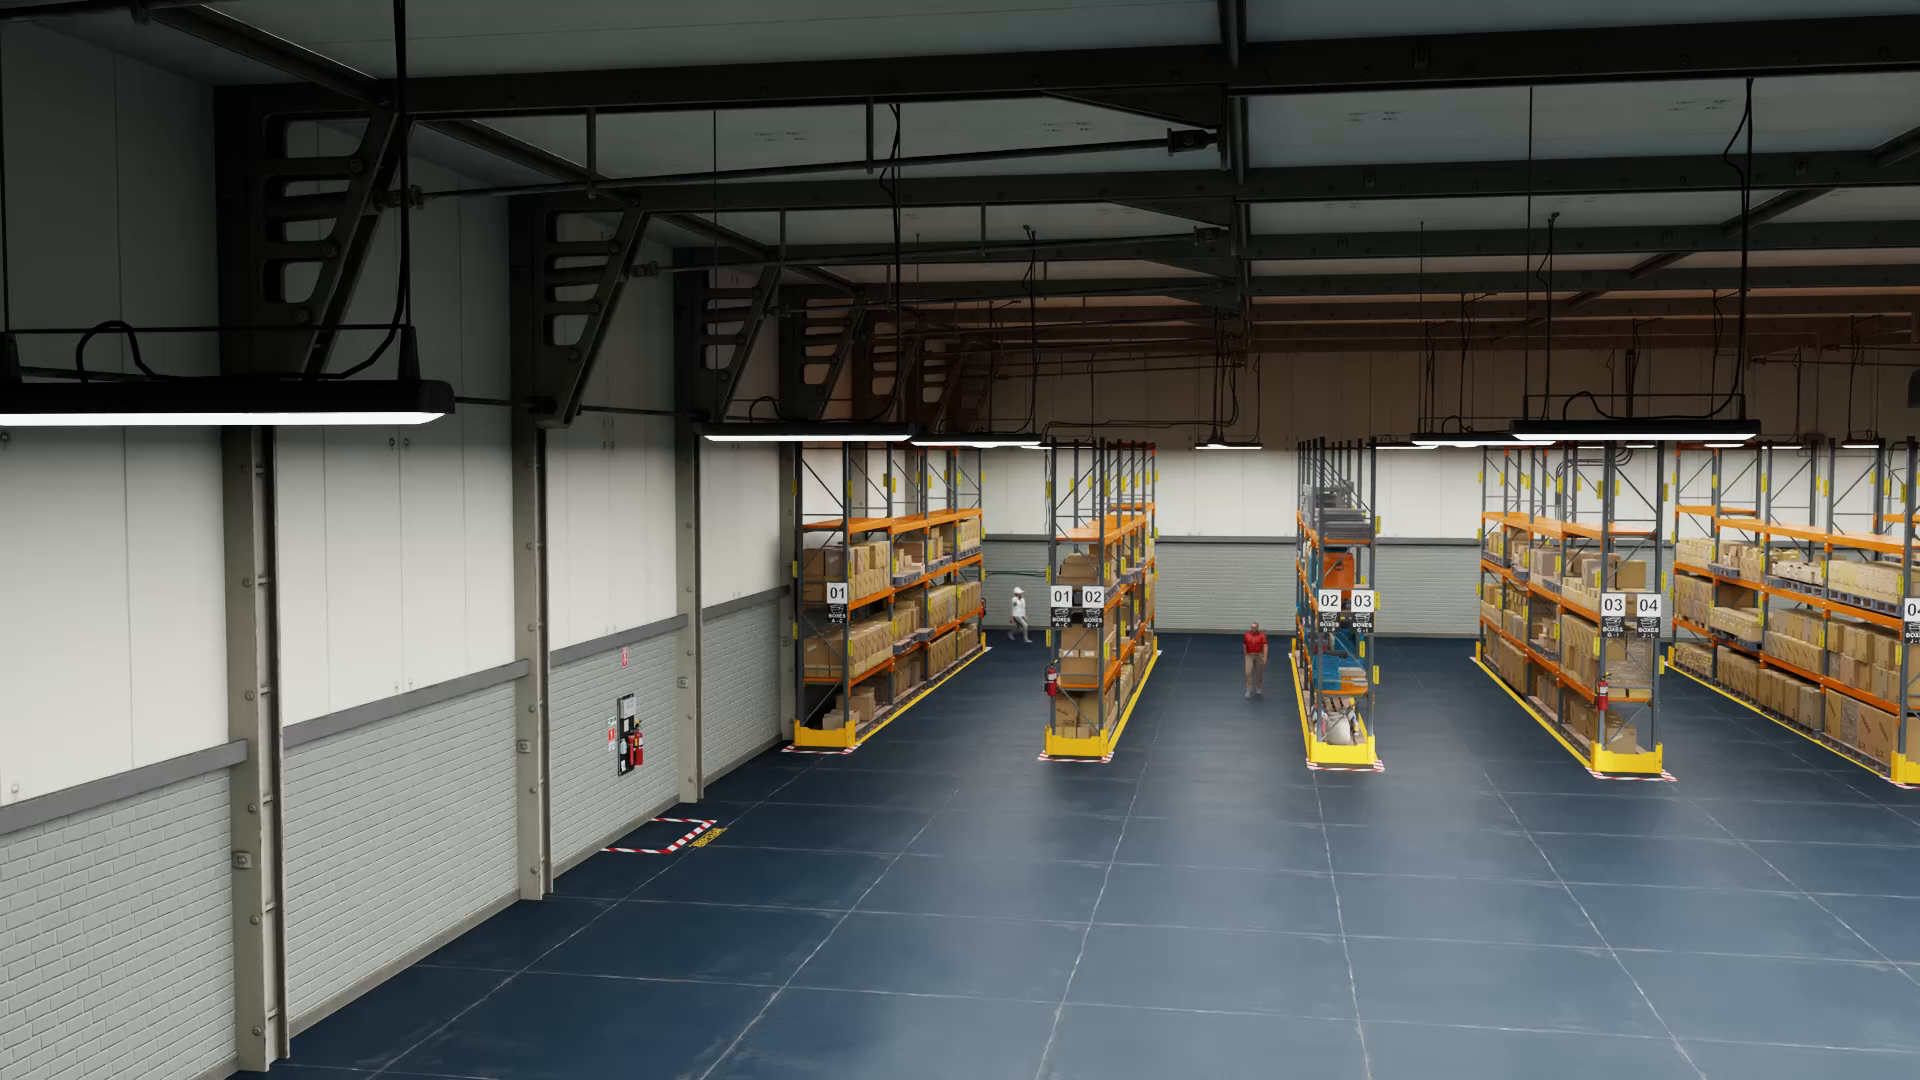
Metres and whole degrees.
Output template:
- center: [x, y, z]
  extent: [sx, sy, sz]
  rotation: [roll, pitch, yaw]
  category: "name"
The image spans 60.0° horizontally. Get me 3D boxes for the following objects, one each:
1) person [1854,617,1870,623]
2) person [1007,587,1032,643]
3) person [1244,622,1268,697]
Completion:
- center: [24.482, 2.465, 45.083]
  extent: [1.125, 1.734, 0.600]
  rotation: [0, 3, 6]
  category: "person"
- center: [1.778, 2.248, 49.936]
  extent: [0.986, 1.662, 0.532]
  rotation: [2, 4, 37]
  category: "person"
- center: [6.940, 2.796, 39.105]
  extent: [0.586, 1.740, 0.702]
  rotation: [1, 3, 20]
  category: "person"
